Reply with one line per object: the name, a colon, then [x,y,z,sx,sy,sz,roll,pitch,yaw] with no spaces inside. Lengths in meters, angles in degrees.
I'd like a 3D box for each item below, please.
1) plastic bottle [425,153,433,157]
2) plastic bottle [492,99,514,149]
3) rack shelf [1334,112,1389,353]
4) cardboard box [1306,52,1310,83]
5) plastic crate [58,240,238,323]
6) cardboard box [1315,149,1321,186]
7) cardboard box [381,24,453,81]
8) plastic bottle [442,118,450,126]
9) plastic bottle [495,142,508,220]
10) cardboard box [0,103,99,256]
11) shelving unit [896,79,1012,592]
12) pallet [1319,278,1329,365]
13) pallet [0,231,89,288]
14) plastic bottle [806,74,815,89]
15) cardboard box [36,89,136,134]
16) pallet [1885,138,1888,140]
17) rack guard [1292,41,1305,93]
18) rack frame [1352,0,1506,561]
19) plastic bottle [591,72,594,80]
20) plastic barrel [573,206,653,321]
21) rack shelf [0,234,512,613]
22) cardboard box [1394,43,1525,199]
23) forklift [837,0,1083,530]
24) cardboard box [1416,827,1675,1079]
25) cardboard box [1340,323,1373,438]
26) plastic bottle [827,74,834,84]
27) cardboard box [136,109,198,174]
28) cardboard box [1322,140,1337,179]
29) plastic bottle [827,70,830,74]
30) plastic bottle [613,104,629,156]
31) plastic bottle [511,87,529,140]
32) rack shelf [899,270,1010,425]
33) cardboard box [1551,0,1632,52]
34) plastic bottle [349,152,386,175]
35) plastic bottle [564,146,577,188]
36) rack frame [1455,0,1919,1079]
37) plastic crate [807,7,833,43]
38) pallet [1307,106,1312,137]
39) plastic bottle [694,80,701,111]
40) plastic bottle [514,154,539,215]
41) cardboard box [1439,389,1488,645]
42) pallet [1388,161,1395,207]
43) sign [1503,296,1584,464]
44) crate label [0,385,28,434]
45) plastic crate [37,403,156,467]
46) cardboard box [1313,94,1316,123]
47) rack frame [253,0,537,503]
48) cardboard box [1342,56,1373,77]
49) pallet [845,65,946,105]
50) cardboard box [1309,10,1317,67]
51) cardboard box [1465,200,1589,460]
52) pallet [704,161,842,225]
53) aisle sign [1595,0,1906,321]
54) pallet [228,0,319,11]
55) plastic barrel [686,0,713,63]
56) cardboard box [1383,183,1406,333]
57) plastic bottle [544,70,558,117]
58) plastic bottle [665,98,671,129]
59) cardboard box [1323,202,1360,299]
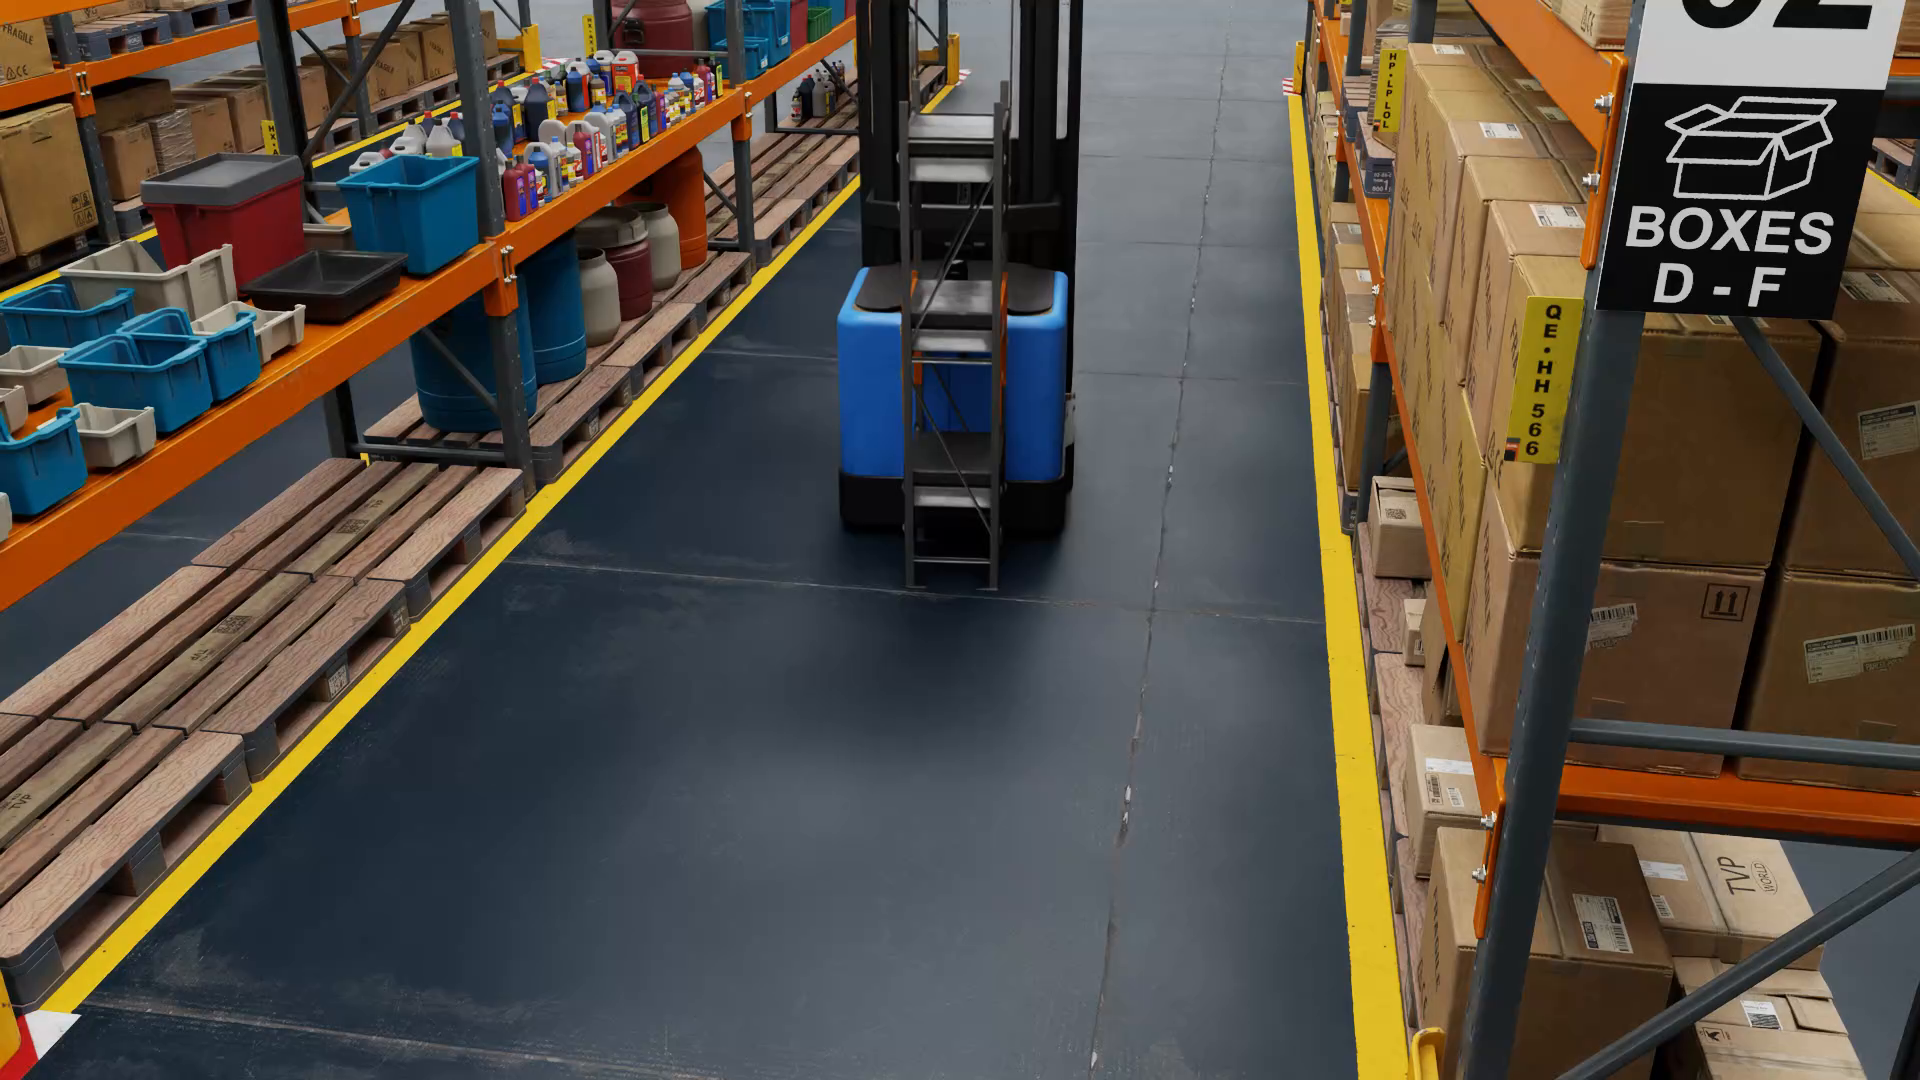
plastic bottle: [-2.669,-1.848,8.394,0.097,0.201,0.097,0,25,0]
plastic bottle: [-2.579,-2.347,9.377,0.097,0.271,0.097,0,25,0]
rack shelf: [2.613,-1.765,8.830,1.077,0.370,4.000,4,25,9]
cardboard box: [3.940,-5.009,17.661,0.500,0.250,0.500,4,25,9]
plastic crate: [-3.031,-0.946,6.303,0.437,0.282,0.530,4,25,9]
cardboard box: [3.116,-2.963,13.289,0.500,0.250,0.500,3,25,7]
cardboard box: [-5.829,-5.246,17.872,0.500,0.500,0.500,6,26,13]
plastic bottle: [-2.713,-2.094,8.831,0.152,0.276,0.135,4,25,9]
plastic bottle: [-2.216,-1.718,7.941,0.144,0.351,0.185,4,25,9]
cardboard box: [-6.966,-2.556,11.682,1.225,0.875,0.875,3,25,6]
shelving unit: [-0.017,-0.835,7.057,0.431,2.100,0.503,2,25,4]
pallet: [2.780,-1.354,10.395,1.003,0.211,1.213,4,25,9]
pallet: [-7.036,-2.027,11.832,1.003,0.211,1.213,4,25,9]
plastic bottle: [-1.440,-4.314,16.033,0.144,0.351,0.185,3,25,6]
cardboard box: [-6.753,-3.304,12.815,0.500,0.250,0.500,5,26,11]
pallet: [8.753,-3.790,15.599,1.003,0.211,1.213,4,25,9]
rack guard: [4.251,-5.151,18.164,1.175,0.500,0.348,4,25,9]
rack frame: [2.286,-1.254,6.891,1.000,3.000,0.127,4,25,9]
plastic bottle: [-2.398,-2.936,10.718,0.097,0.201,0.097,0,25,0]
plastic barrel: [-2.194,-1.692,10.175,0.600,0.588,0.708,4,25,9]
rack shelf: [-2.927,-0.437,5.993,1.077,0.370,4.000,4,25,9]
cardboard box: [1.931,-1.575,6.278,0.500,0.500,0.500,5,25,10]
forklift: [0.064,-1.963,8.487,1.130,2.935,3.031,2,25,4]
cardboard box: [1.478,1.107,4.276,0.500,0.500,0.500,4,25,9]
cardboard box: [2.173,-0.754,8.251,0.500,0.500,0.500,4,25,9]
plastic bottle: [-1.282,-4.422,16.344,0.061,0.283,0.133,4,25,9]
cardboard box: [-6.665,-3.197,13.470,0.700,0.500,0.500,2,25,4]
cardboard box: [2.946,-2.791,12.260,0.500,0.311,0.500,4,25,8]
plastic bottle: [-1.315,-4.659,16.865,0.097,0.271,0.097,0,25,0]
plastic bottle: [-1.898,-2.279,9.233,0.097,0.271,0.097,0,25,0]
plastic bottle: [-2.563,-2.477,9.650,0.152,0.276,0.135,4,25,9]
rack shelf: [-0.017,-0.823,7.063,0.431,0.518,0.480,2,25,4]
cardboard box: [1.456,-1.105,3.211,0.500,0.250,0.500,4,25,9]
plastic bottle: [-2.855,-1.730,8.054,0.152,0.276,0.135,4,25,9]
plastic bottle: [-2.027,-1.916,8.540,0.097,0.201,0.097,0,25,0]
rack frame: [1.636,0.419,3.316,0.949,2.616,0.053,4,25,9]
plastic crate: [-1.299,-4.101,13.223,0.450,0.188,0.662,4,25,9]
pallet: [3.962,-4.179,16.428,1.003,0.211,1.213,4,25,9]
plastic bottle: [-1.682,-2.799,10.425,0.097,0.201,0.097,0,25,0]
plastic bottle: [-2.098,-1.726,8.036,0.061,0.283,0.133,4,25,9]
cardboard box: [1.518,-0.050,4.200,0.500,0.500,0.500,4,25,9]
pallet: [2.524,-1.494,7.629,1.003,0.211,1.213,4,25,9]
sign: [1.088,-0.295,3.104,0.100,0.325,0.005,4,25,9]
crate label: [-3.216,-0.426,5.361,0.396,0.136,0.243,4,25,9]
plastic crate: [-2.644,-0.326,5.149,0.250,0.136,0.298,4,25,9]
cardboard box: [3.545,-3.962,15.425,0.500,0.250,0.500,4,25,9]
rack frame: [-2.600,-1.599,7.627,1.000,3.000,0.127,4,25,9]
cardboard box: [2.814,-3.209,11.363,0.380,0.149,0.250,4,25,9]
pallet: [-0.743,-4.980,18.141,1.003,0.211,1.213,4,25,9]
cardboard box: [3.860,-5.139,17.055,0.500,0.500,0.500,4,25,9]
cardboard box: [1.515,-0.496,3.974,0.500,0.500,0.500,5,25,10]
pallet: [-1.580,-2.839,13.566,1.003,0.211,1.213,4,25,9]
aisle sign: [1.319,-0.751,2.750,0.394,0.787,0.004,4,25,9]
pallet: [-6.448,-4.891,14.888,1.003,0.211,1.213,4,25,9]
plastic barrel: [-1.989,-3.767,12.129,0.421,0.512,0.421,0,25,0]
cardboard box: [1.934,-1.105,6.455,0.500,0.500,0.500,5,25,10]
plastic bottle: [-2.516,-2.717,10.155,0.061,0.283,0.133,4,25,9]
plastic bottle: [-1.778,-2.555,9.904,0.097,0.201,0.097,0,25,0]
cardboard box: [2.583,-1.824,10.537,0.500,0.500,0.500,5,26,11]
